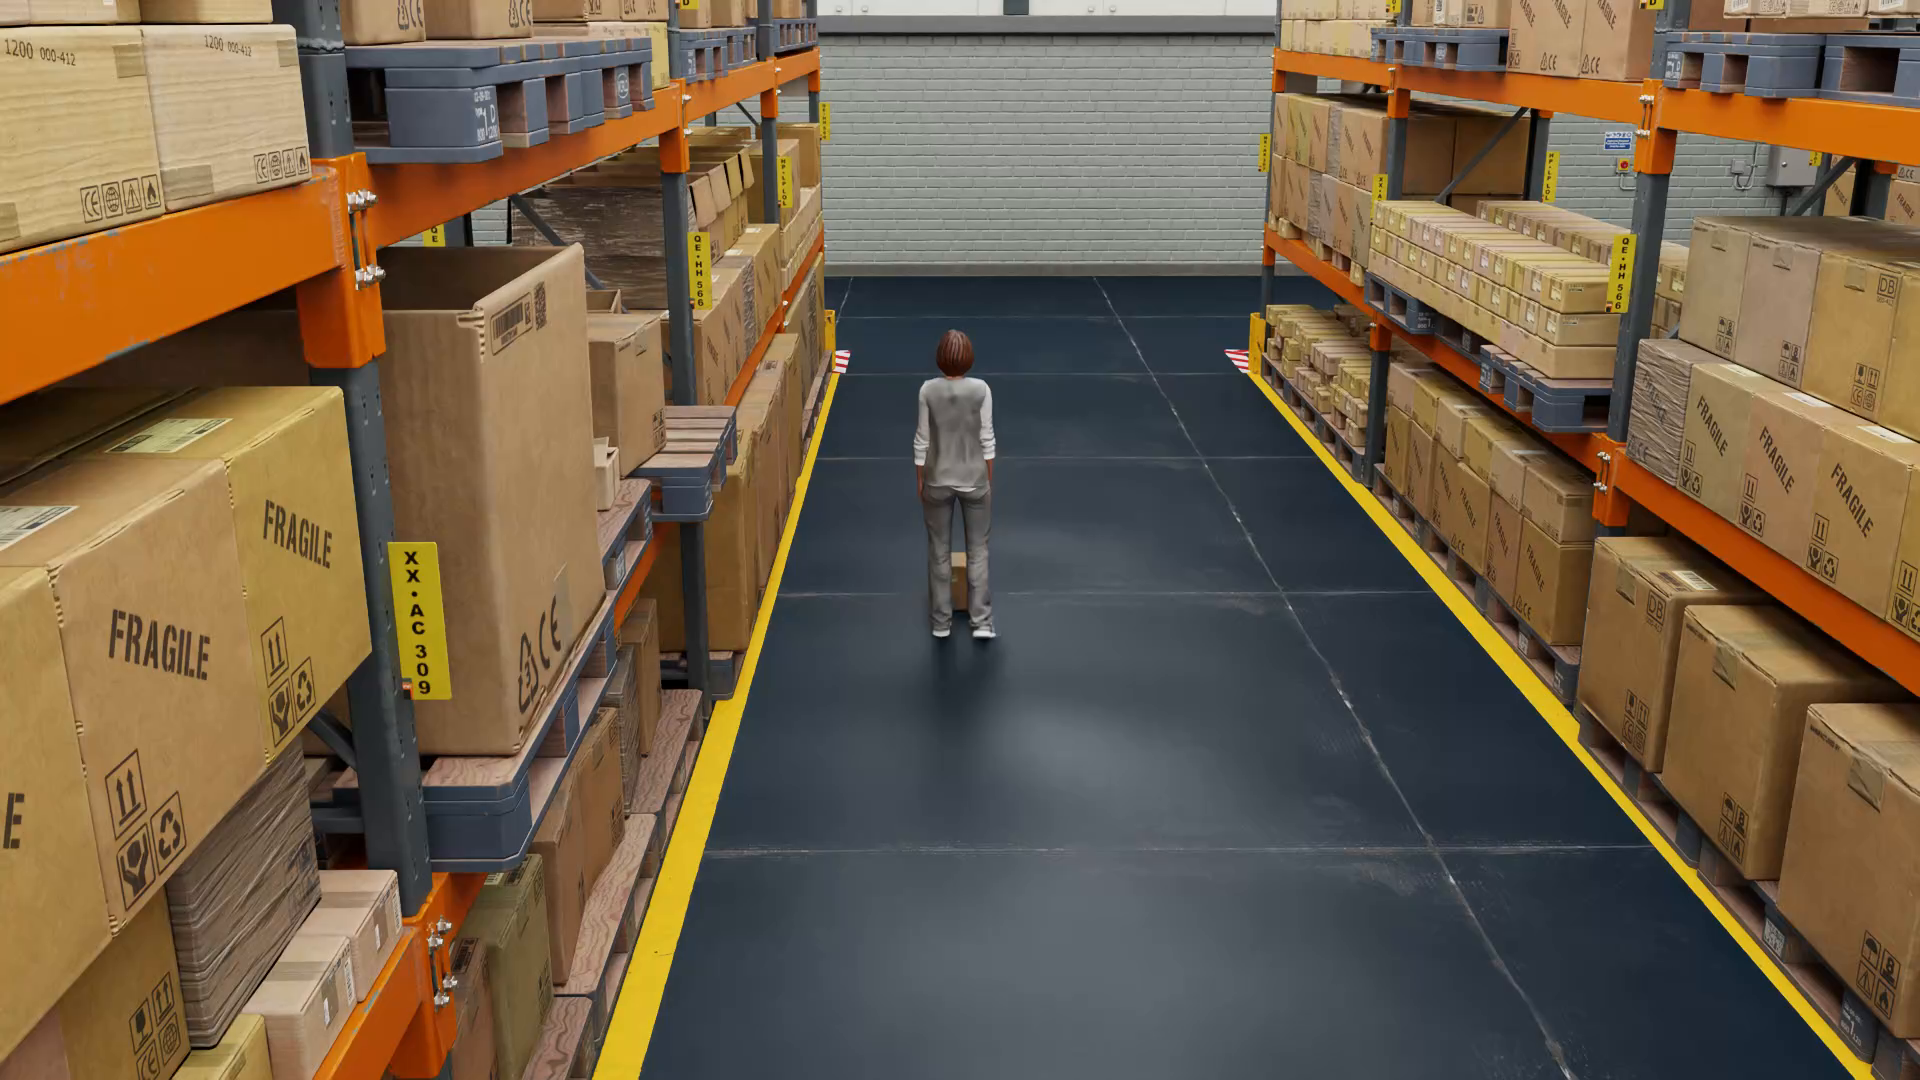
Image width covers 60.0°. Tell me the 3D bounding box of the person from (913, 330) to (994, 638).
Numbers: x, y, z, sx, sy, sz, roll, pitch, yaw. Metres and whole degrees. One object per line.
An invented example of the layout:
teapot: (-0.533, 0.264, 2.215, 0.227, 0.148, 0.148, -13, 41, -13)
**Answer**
person: (-0.032, -0.264, 8.443, 0.406, 1.619, 0.308, 0, 17, 1)
